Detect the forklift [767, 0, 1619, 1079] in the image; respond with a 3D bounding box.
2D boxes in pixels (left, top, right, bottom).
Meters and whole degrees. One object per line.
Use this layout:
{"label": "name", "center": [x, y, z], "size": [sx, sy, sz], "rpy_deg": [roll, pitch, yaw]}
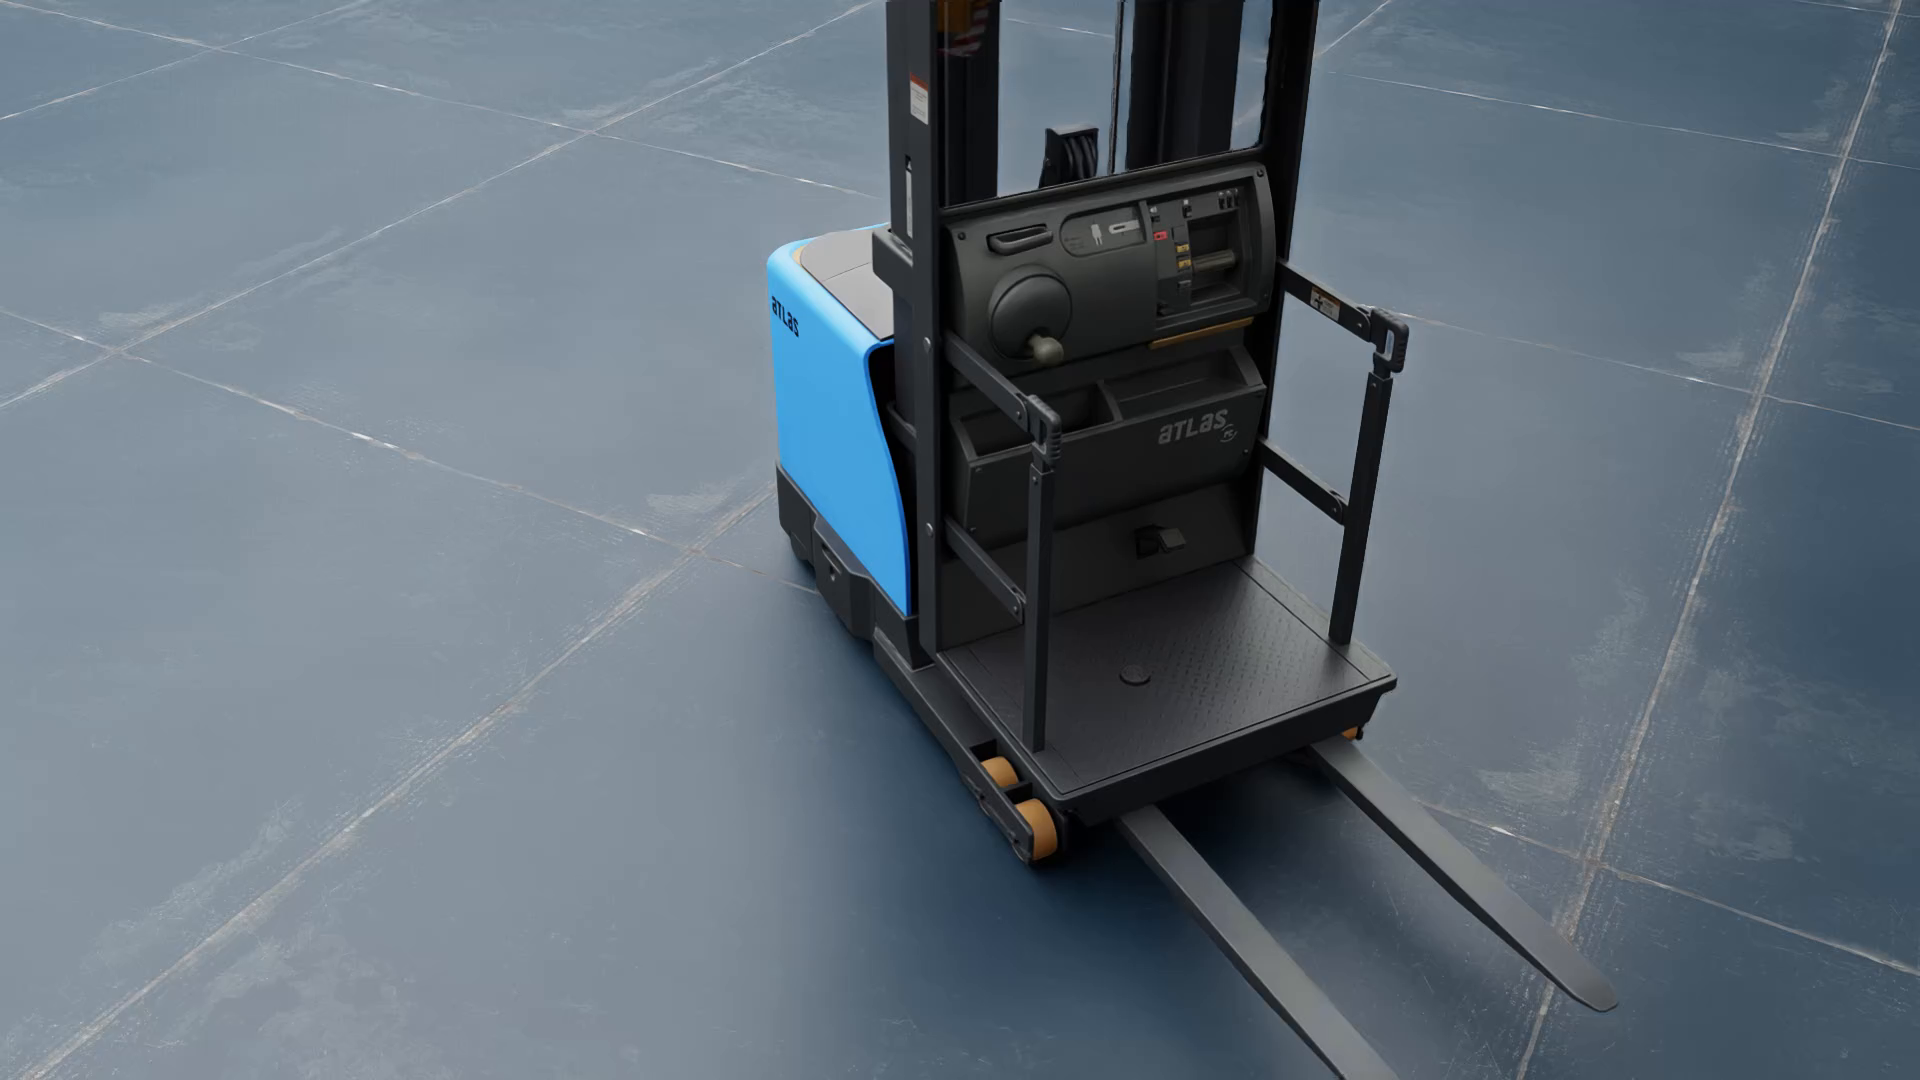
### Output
{"label": "forklift", "center": [0.506, -0.644, 4.073], "size": [1.130, 2.935, 3.031], "rpy_deg": [-16, 37, -23]}
